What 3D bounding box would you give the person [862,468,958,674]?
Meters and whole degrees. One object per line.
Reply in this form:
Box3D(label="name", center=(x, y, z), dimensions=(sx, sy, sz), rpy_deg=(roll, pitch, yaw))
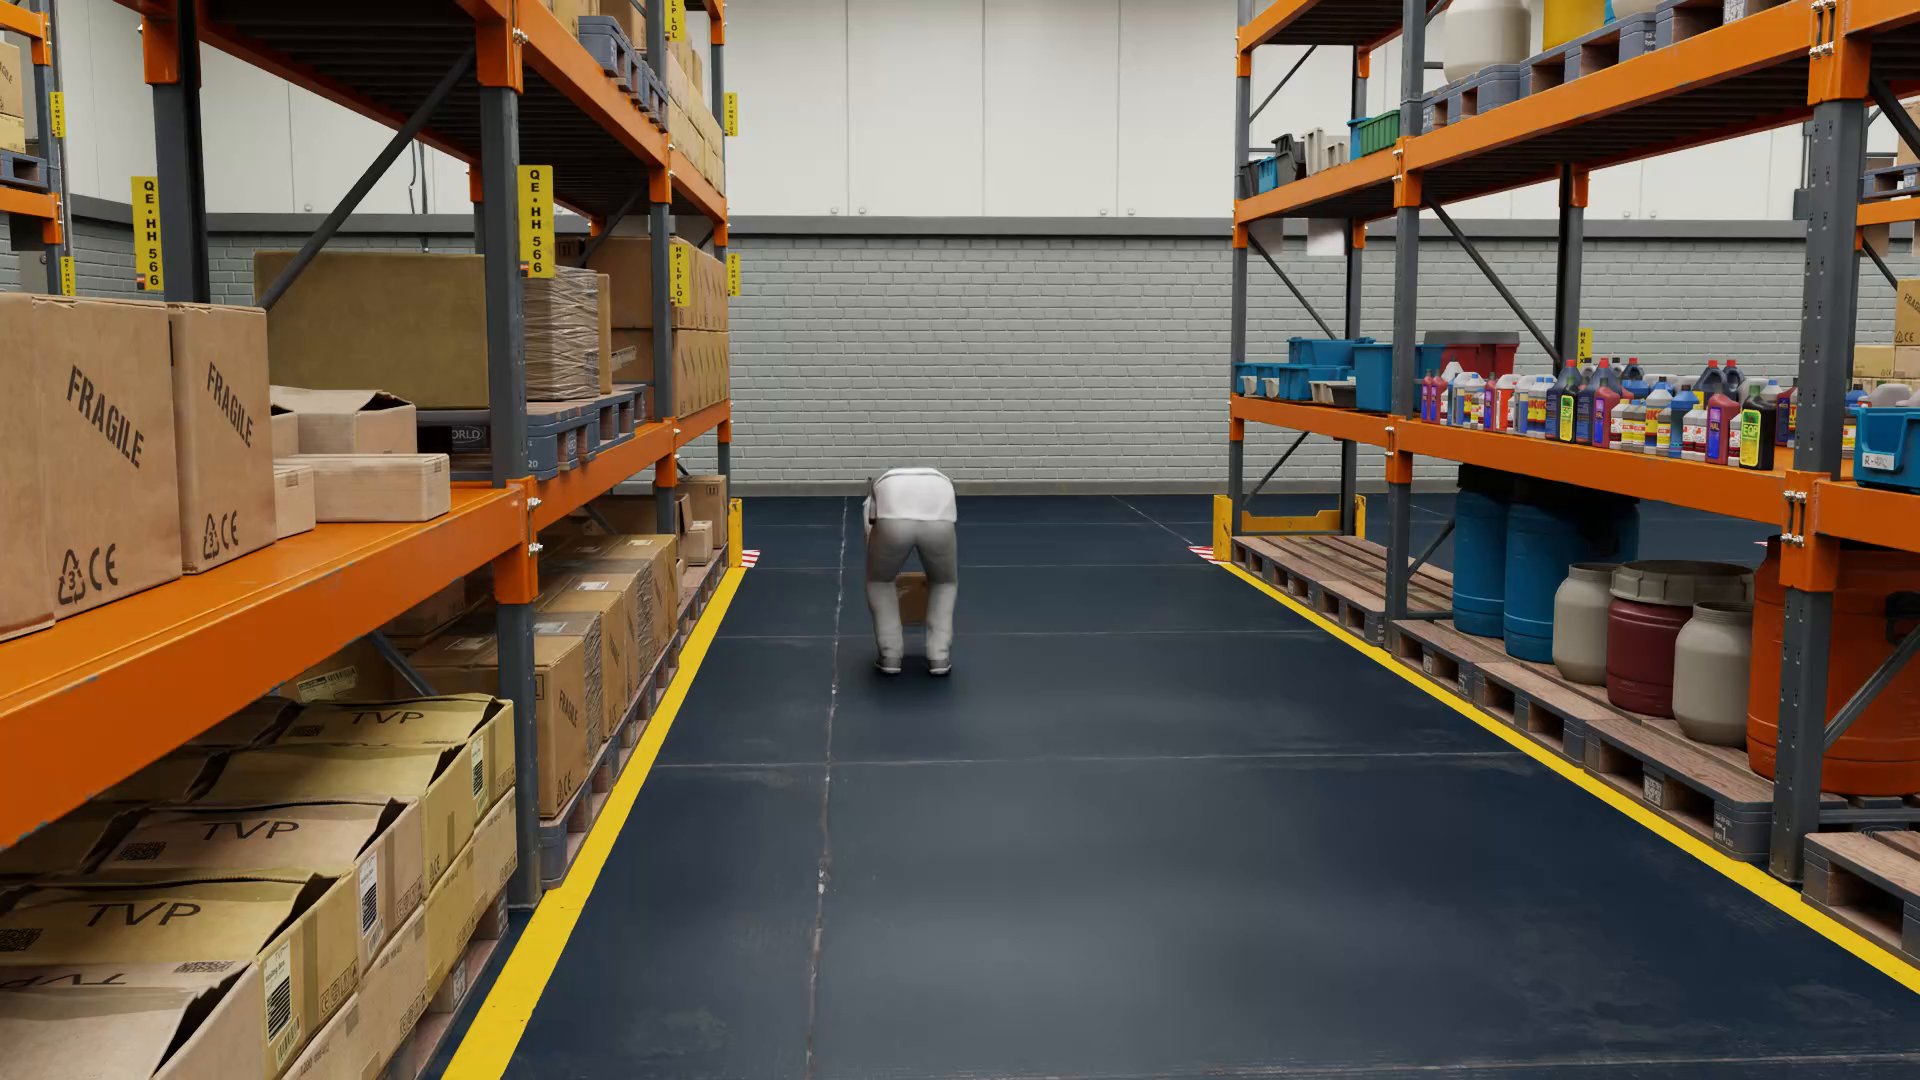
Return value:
Box3D(label="person", center=(-0.269, 0.135, 8.922), dimensions=(0.499, 1.081, 1.043), rpy_deg=(-1, 7, -6))
